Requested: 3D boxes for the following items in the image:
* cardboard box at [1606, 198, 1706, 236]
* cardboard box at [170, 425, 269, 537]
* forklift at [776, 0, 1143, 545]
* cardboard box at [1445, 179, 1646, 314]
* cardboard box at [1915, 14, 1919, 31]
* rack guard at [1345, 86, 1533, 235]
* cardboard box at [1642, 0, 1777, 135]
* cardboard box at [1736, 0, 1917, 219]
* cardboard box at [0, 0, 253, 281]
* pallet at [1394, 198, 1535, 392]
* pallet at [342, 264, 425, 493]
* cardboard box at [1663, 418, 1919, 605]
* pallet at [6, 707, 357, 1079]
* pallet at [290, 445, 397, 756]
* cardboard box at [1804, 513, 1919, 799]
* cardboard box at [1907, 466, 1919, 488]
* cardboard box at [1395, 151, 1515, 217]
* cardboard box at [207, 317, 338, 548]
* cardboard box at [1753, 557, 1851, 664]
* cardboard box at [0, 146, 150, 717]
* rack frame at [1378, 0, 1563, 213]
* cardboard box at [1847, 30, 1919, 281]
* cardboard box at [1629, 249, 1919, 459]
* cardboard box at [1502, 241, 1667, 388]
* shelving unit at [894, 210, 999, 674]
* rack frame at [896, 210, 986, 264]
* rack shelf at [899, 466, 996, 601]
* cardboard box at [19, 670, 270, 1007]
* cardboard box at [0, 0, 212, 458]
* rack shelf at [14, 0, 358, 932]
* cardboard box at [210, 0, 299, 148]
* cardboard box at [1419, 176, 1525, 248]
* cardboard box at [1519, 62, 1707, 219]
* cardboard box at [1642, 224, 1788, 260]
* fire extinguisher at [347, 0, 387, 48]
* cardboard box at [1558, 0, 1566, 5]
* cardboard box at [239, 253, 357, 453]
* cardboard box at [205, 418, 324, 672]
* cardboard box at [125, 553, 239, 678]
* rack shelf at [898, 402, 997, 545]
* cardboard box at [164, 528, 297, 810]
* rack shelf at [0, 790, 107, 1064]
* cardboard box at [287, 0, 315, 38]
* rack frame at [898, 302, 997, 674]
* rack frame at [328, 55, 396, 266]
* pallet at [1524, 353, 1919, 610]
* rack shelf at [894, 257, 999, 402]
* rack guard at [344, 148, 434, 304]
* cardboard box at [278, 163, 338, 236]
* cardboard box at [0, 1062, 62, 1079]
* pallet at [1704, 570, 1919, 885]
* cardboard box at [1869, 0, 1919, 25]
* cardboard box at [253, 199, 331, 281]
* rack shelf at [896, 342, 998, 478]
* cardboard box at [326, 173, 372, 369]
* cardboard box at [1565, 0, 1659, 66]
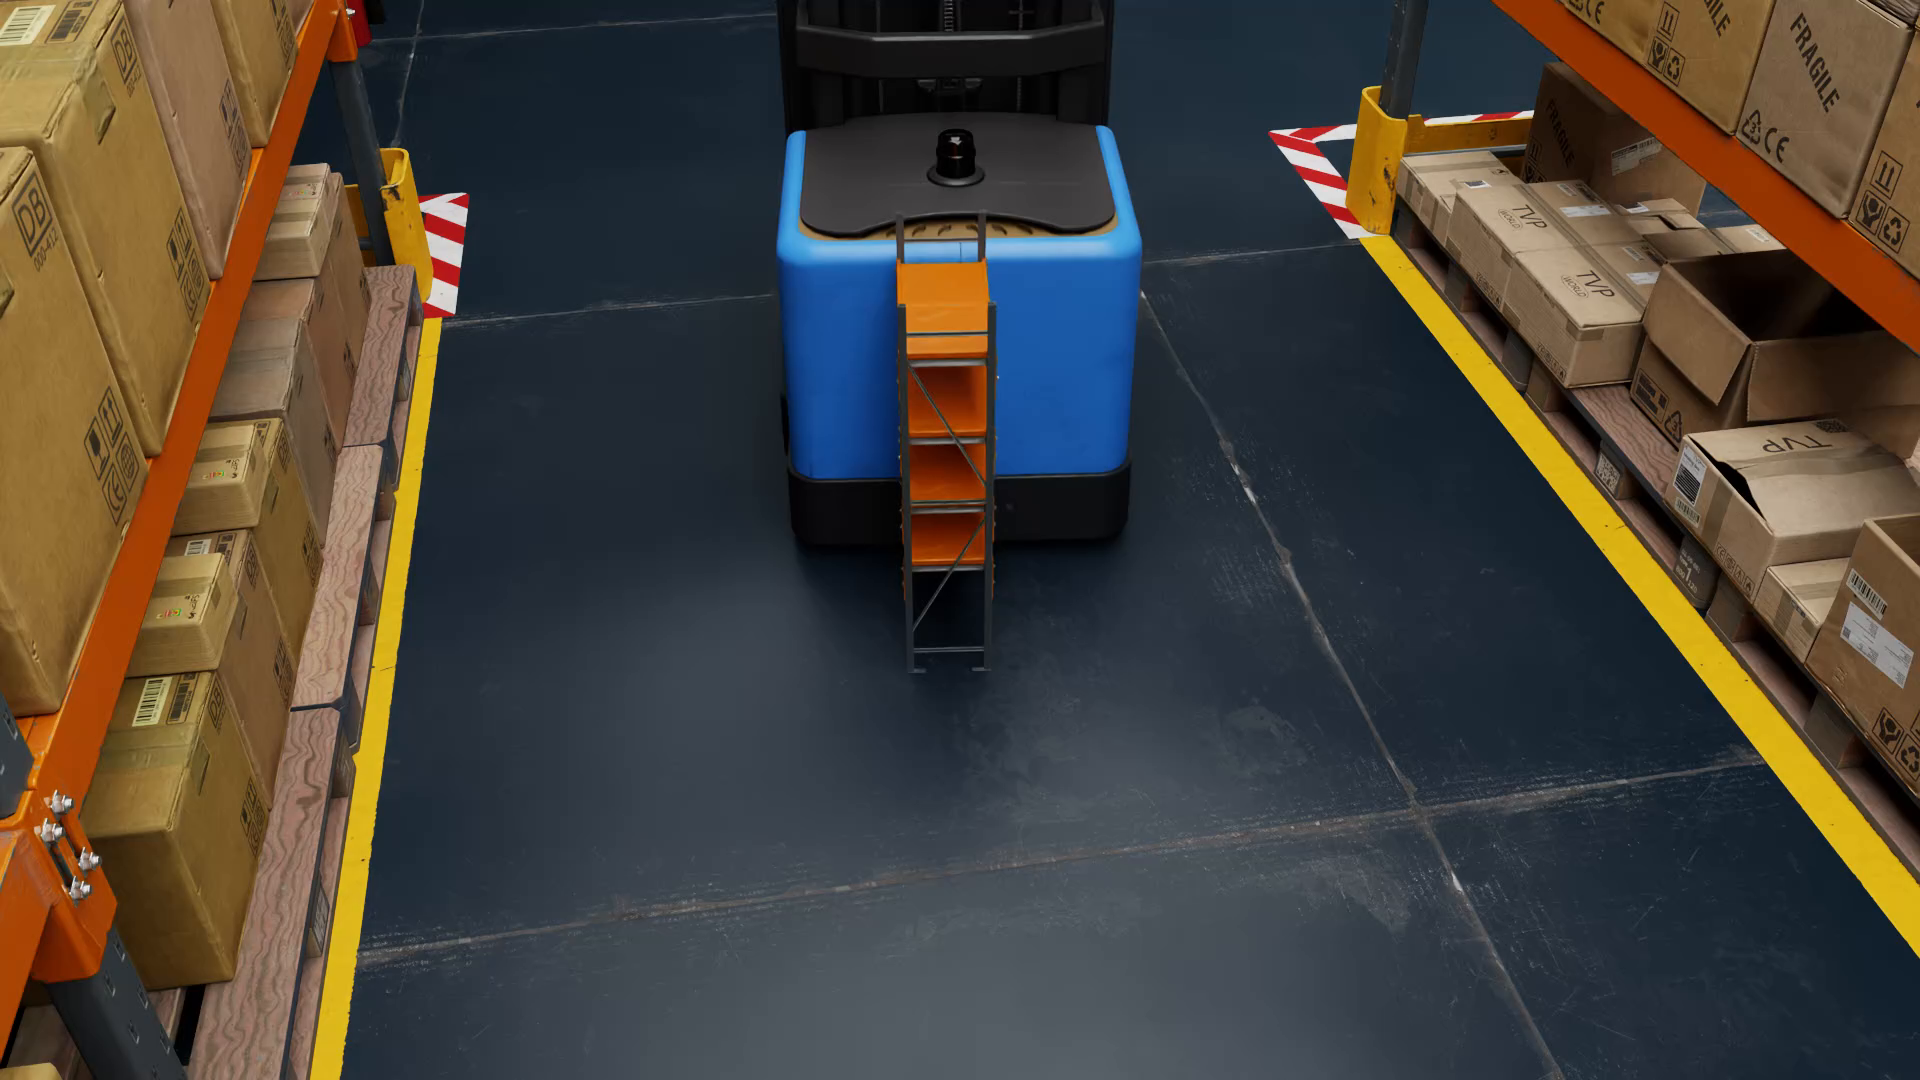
[{"bbox_3d":[2.544,-1.150,6.236,0.380,0.166,0.250,-6,38,-8],"label":"cardboard box"},{"bbox_3d":[-1.954,-0.140,4.151,0.380,0.149,0.250,-7,38,-9],"label":"cardboard box"},{"bbox_3d":[-0.056,-2.023,5.465,1.130,2.935,3.031,-1,38,-2],"label":"forklift"},{"bbox_3d":[2.127,-1.078,6.076,0.500,0.250,0.500,-6,38,-8],"label":"cardboard box"},{"bbox_3d":[2.489,-1.257,3.526,0.500,0.500,0.500,-7,38,-9],"label":"cardboard box"},{"bbox_3d":[2.237,-1.618,6.926,1.175,0.500,0.348,-6,38,-8],"label":"rack guard"},{"bbox_3d":[2.309,-1.478,4.626,0.500,0.500,0.500,-6,38,-7],"label":"cardboard box"},{"bbox_3d":[2.401,-1.171,4.230,0.500,0.500,0.500,-5,38,-7],"label":"cardboard box"},{"bbox_3d":[-2.290,-1.028,3.884,0.980,0.700,0.700,-8,39,-10],"label":"cardboard box"},{"bbox_3d":[2.378,-1.023,6.395,1.003,0.211,1.213,-6,38,-8],"label":"pallet"},{"bbox_3d":[-2.435,-0.541,5.774,1.003,0.211,1.213,-6,38,-8],"label":"pallet"},{"bbox_3d":[2.414,-0.114,4.785,0.500,0.311,0.500,-6,38,-8],"label":"cardboard box"},{"bbox_3d":[-2.008,0.933,3.877,1.003,0.211,1.213,-6,38,-8],"label":"pallet"},{"bbox_3d":[-2.225,0.195,4.827,1.003,0.211,1.213,-6,38,-8],"label":"pallet"},{"bbox_3d":[2.546,0.264,4.144,0.500,0.500,0.500,-6,38,-8],"label":"cardboard box"},{"bbox_3d":[2.903,-0.089,4.870,0.380,0.166,0.250,-6,38,-8],"label":"cardboard box"},{"bbox_3d":[1.959,-1.410,6.585,0.380,0.149,0.250,-6,38,-8],"label":"cardboard box"},{"bbox_3d":[-2.255,-0.277,4.857,0.700,0.500,0.500,-7,38,-9],"label":"cardboard box"},{"bbox_3d":[2.421,0.183,4.535,0.380,0.149,0.250,-6,38,-8],"label":"cardboard box"},{"bbox_3d":[-2.030,-0.148,2.751,0.980,0.700,0.700,-6,38,-7],"label":"cardboard box"},{"bbox_3d":[2.224,-2.652,6.218,1.000,3.000,0.127,-6,38,-8],"label":"rack frame"},{"bbox_3d":[2.493,-0.861,3.831,0.500,0.500,0.500,-5,38,-7],"label":"cardboard box"},{"bbox_3d":[2.590,-0.558,5.199,0.797,0.503,0.637,-6,38,-8],"label":"cardboard box"},{"bbox_3d":[2.215,-0.776,5.687,0.500,0.250,0.500,-6,38,-8],"label":"cardboard box"},{"bbox_3d":[-0.041,-0.247,4.590,0.258,1.200,0.503,-1,38,-2],"label":"shelving unit"},{"bbox_3d":[-0.051,-0.397,4.783,0.240,1.200,0.015,-1,38,-2],"label":"rack frame"},{"bbox_3d":[-0.041,-0.037,4.753,0.258,0.148,0.480,-1,38,-2],"label":"rack shelf"},{"bbox_3d":[-1.982,0.658,3.653,0.700,0.500,0.500,-6,38,-7],"label":"cardboard box"},{"bbox_3d":[-2.153,-0.590,3.320,0.980,0.700,0.700,-7,38,-9],"label":"cardboard box"},{"bbox_3d":[-2.302,-0.624,4.195,1.077,0.370,4.000,-6,38,-8],"label":"rack shelf"},{"bbox_3d":[-2.415,-1.490,4.478,0.980,0.700,0.700,-7,38,-8],"label":"cardboard box"},{"bbox_3d":[2.003,-1.266,6.385,0.380,0.166,0.250,-6,38,-8],"label":"cardboard box"},{"bbox_3d":[2.561,-1.536,6.461,0.500,0.500,0.500,-6,38,-8],"label":"cardboard box"},{"bbox_3d":[2.698,-0.860,5.795,0.500,0.250,0.500,-6,38,-8],"label":"cardboard box"},{"bbox_3d":[-2.225,-2.079,5.849,0.296,0.674,0.183,-6,38,-8],"label":"fire extinguisher"},{"bbox_3d":[2.137,-2.084,5.405,0.500,0.500,0.500,-7,38,-8],"label":"cardboard box"},{"bbox_3d":[-2.344,-0.581,5.248,0.700,0.500,0.500,-6,38,-8],"label":"cardboard box"},{"bbox_3d":[-2.154,0.044,4.443,0.700,0.500,0.500,-5,38,-7],"label":"cardboard box"},{"bbox_3d":[-1.862,0.175,3.746,0.380,0.149,0.250,-5,38,-6],"label":"cardboard box"},{"bbox_3d":[-0.041,-0.194,4.632,0.258,0.148,0.480,-1,38,-2],"label":"rack shelf"},{"bbox_3d":[-2.066,0.354,4.044,0.700,0.500,0.500,-7,38,-8],"label":"cardboard box"},{"bbox_3d":[-1.601,1.792,1.085,1.077,0.370,4.000,-6,38,-8],"label":"rack shelf"},{"bbox_3d":[-2.553,-1.928,5.042,0.980,0.700,0.700,-5,38,-6],"label":"cardboard box"},{"bbox_3d":[-0.031,-0.098,4.398,0.240,1.200,0.015,-1,38,-2],"label":"rack frame"},{"bbox_3d":[-2.653,-2.116,5.529,1.000,3.000,0.127,-6,38,-8],"label":"rack frame"},{"bbox_3d":[2.588,-0.288,5.448,1.003,0.211,1.213,-6,38,-8],"label":"pallet"},{"bbox_3d":[-0.041,-0.558,4.349,0.258,0.148,0.480,-1,38,-2],"label":"rack shelf"},{"bbox_3d":[-2.657,-1.144,6.315,1.175,0.500,0.348,-6,38,-8],"label":"rack guard"},{"bbox_3d":[-2.230,-1.081,5.363,0.380,0.149,0.250,-7,38,-8],"label":"cardboard box"},{"bbox_3d":[-1.709,1.361,2.463,0.750,0.750,0.750,-6,38,-7],"label":"cardboard box"},{"bbox_3d":[2.805,0.451,4.498,1.003,0.211,1.213,-6,38,-8],"label":"pallet"},{"bbox_3d":[2.401,-1.561,3.918,0.500,0.500,0.500,-6,38,-8],"label":"cardboard box"},{"bbox_3d":[-2.184,-0.927,5.165,0.380,0.149,0.250,-5,38,-7],"label":"cardboard box"},{"bbox_3d":[-0.041,-0.371,4.494,0.258,0.148,0.480,-1,38,-2],"label":"rack shelf"},{"bbox_3d":[-2.431,-0.883,5.637,0.700,0.500,0.500,-6,38,-8],"label":"cardboard box"},{"bbox_3d":[2.223,-1.780,5.015,0.500,0.500,0.500,-6,38,-8],"label":"cardboard box"}]
